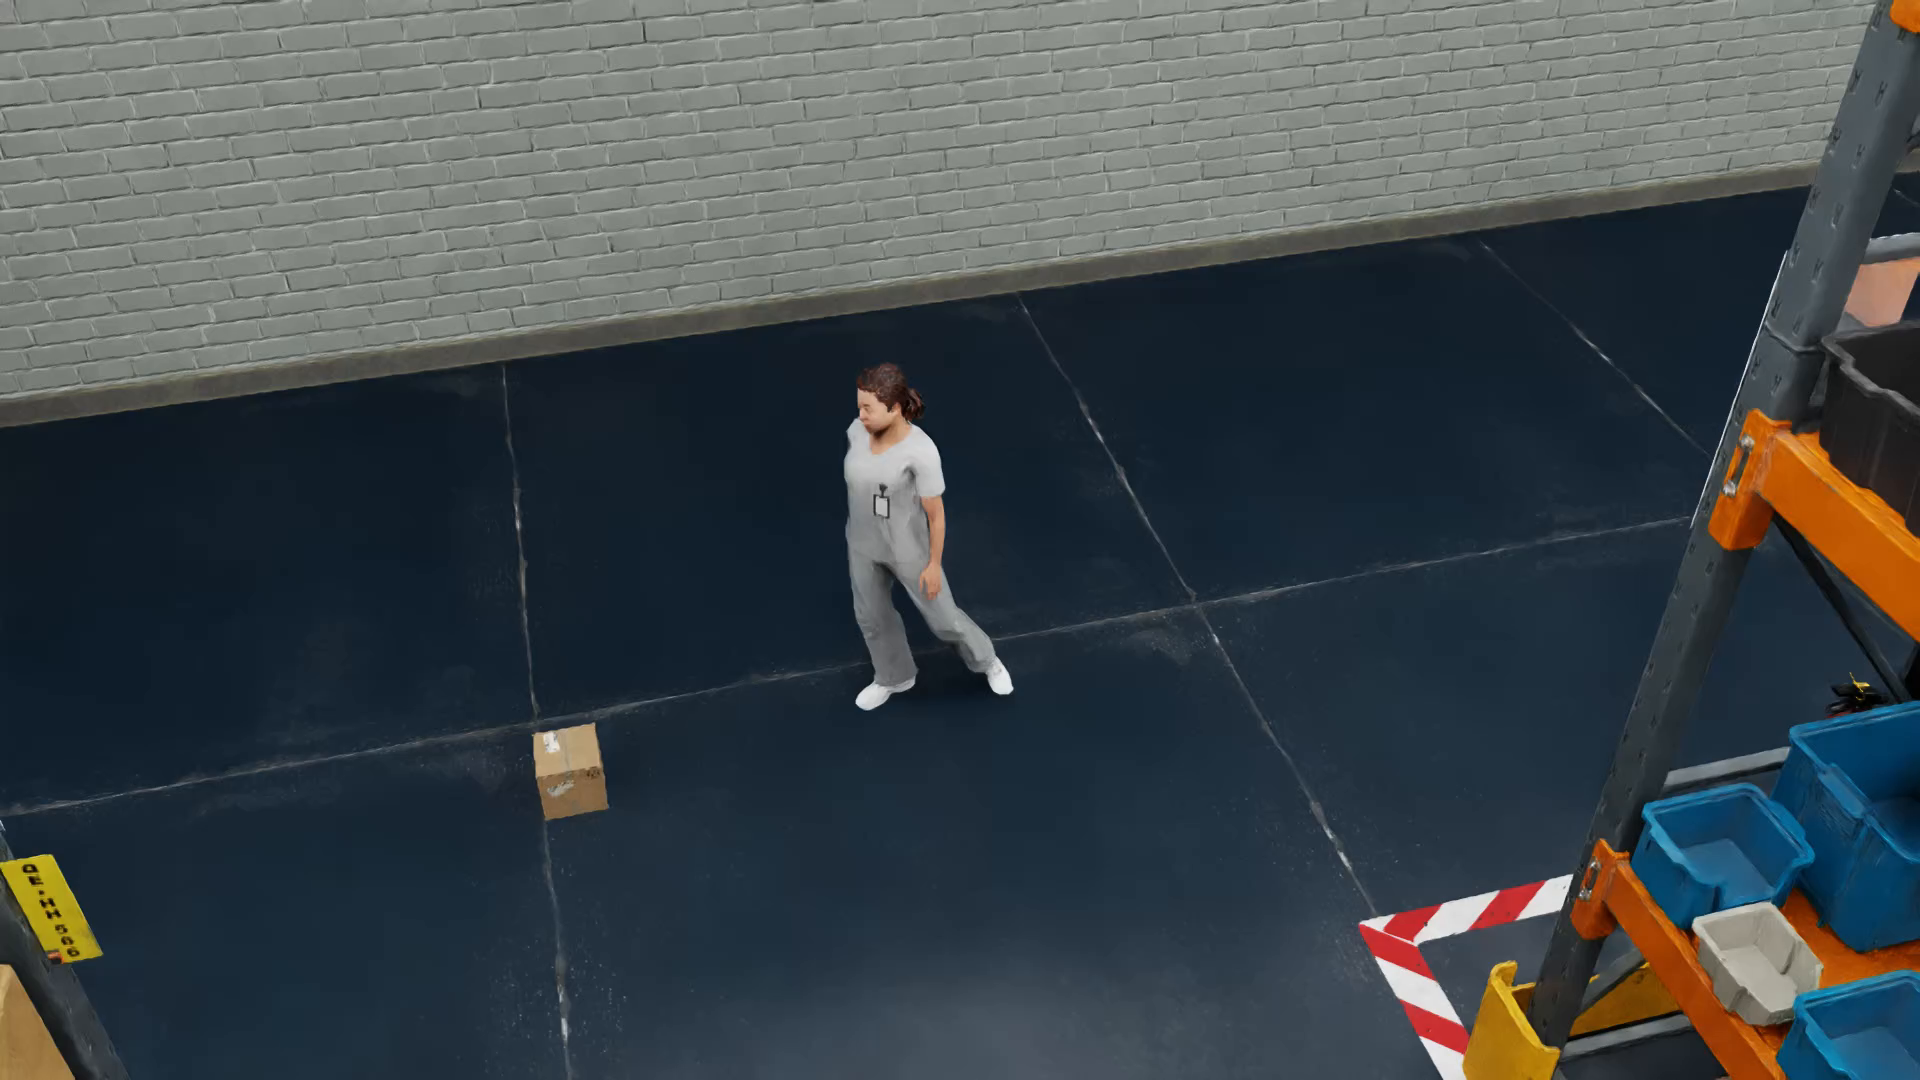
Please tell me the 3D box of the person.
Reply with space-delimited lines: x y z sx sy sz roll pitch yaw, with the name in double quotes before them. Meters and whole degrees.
"person" -0.153 0.003 6.716 0.650 1.664 0.502 19 42 22
